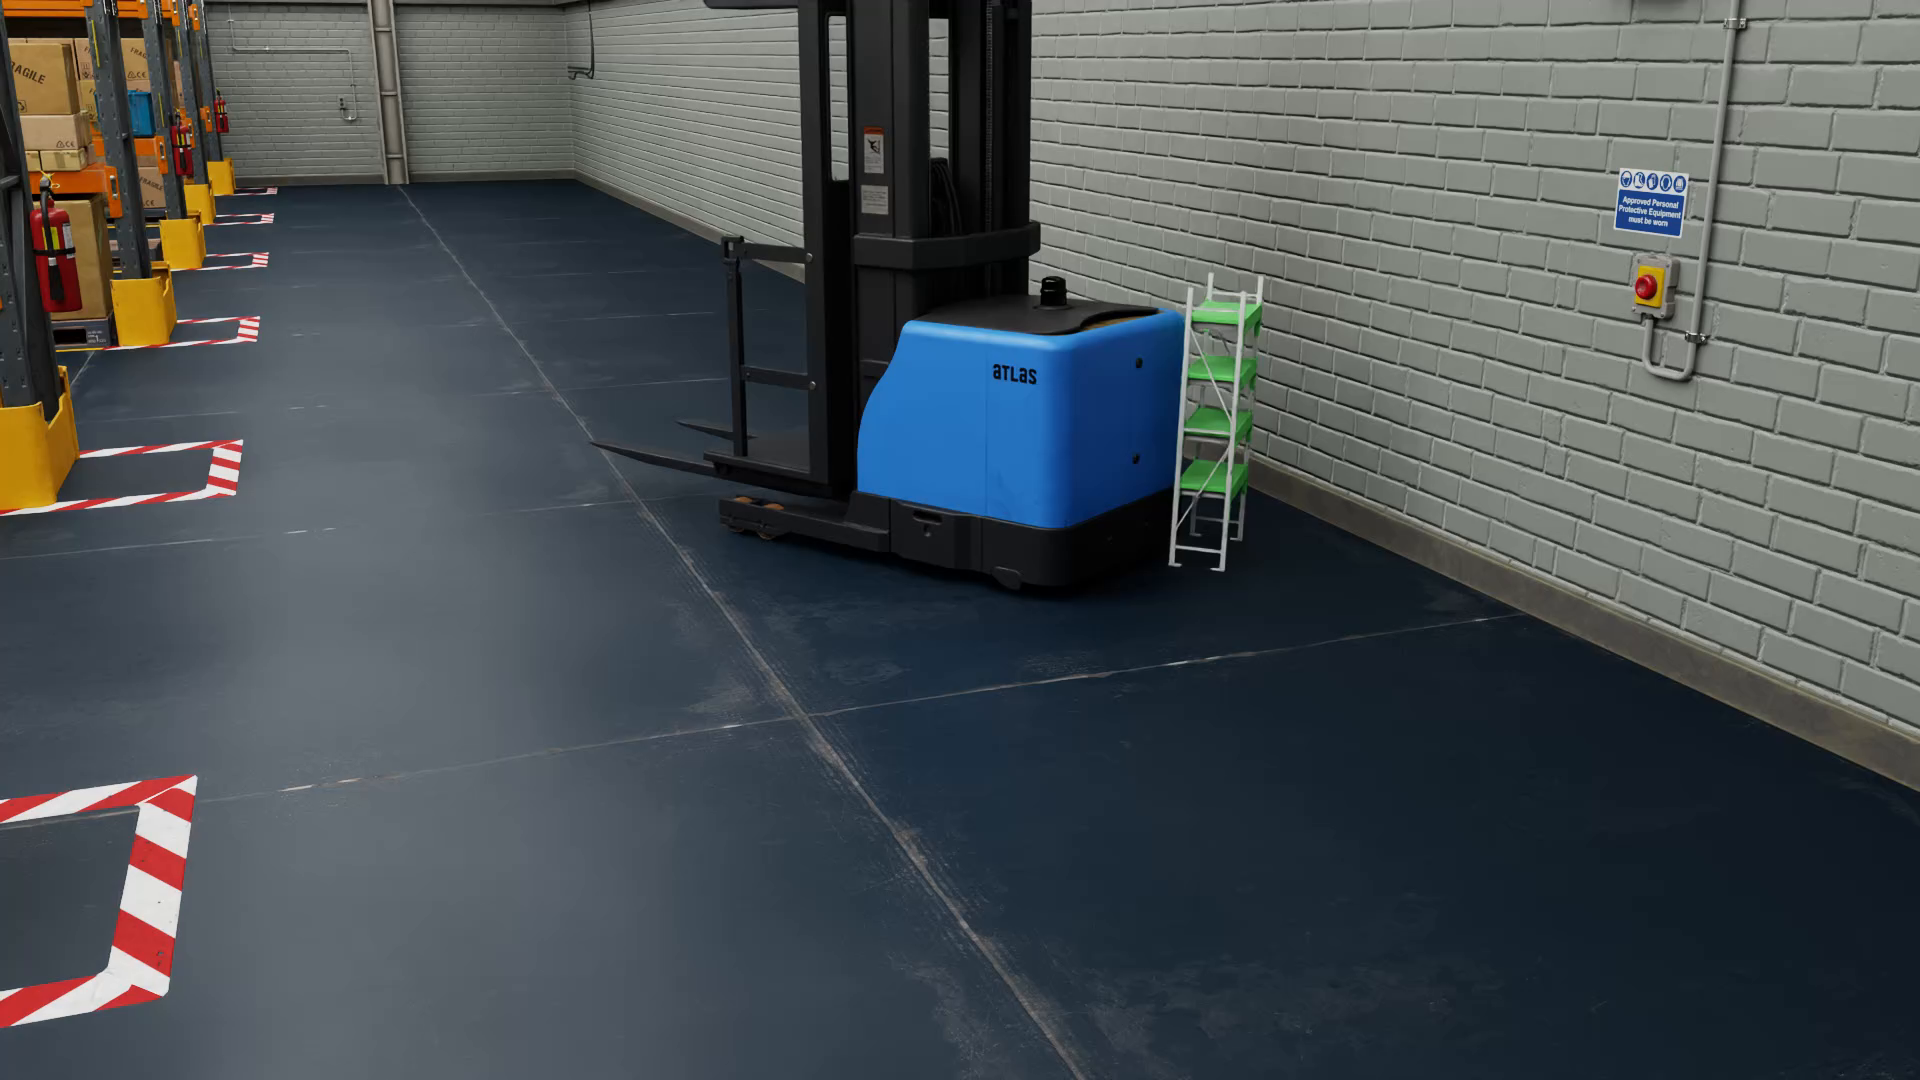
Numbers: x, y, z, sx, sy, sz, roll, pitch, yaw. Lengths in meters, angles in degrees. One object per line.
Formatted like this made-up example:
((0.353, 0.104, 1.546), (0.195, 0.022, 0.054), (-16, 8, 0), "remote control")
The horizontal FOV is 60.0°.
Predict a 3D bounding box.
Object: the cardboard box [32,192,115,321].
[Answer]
((-6.998, -2.161, 12.661), (0.875, 0.875, 0.875), (-6, 17, -20), "cardboard box")

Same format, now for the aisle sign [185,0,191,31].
((-10.012, -7.003, 21.509), (0.004, 0.787, 0.394), (-6, 17, -20), "aisle sign")

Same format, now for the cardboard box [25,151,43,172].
((-6.886, -2.795, 12.239), (0.250, 0.149, 0.380), (-6, 17, -20), "cardboard box")

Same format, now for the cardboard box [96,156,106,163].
((-13.301, -5.779, 25.644), (0.500, 0.500, 0.700), (-7, 18, -22), "cardboard box")

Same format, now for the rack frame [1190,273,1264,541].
((1.190, -0.586, 7.448), (0.240, 1.200, 0.015), (7, 18, 17), "rack frame")

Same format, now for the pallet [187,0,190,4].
((-12.435, -8.294, 25.352), (1.213, 0.211, 1.003), (-6, 17, -20), "pallet")

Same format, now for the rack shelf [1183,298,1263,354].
((1.127, -0.918, 7.104), (0.258, 0.148, 0.480), (7, 18, 17), "rack shelf")

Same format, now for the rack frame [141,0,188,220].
((-8.201, -4.368, 17.150), (0.127, 3.000, 1.000), (-6, 17, -20), "rack frame")

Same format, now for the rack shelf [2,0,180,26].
((-11.838, -6.564, 20.581), (4.000, 0.370, 1.077), (-6, 17, -20), "rack shelf")

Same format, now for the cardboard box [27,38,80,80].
((-11.242, -5.978, 20.678), (0.500, 0.500, 0.500), (-6, 17, -19), "cardboard box")

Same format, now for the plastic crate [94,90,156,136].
((-8.447, -4.331, 16.854), (0.499, 0.435, 0.616), (-6, 17, -20), "plastic crate")

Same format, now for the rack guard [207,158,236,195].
((-11.724, -5.778, 26.386), (0.348, 0.500, 1.175), (-6, 17, -20), "rack guard")

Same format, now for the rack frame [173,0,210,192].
((-9.970, -5.672, 21.589), (0.127, 3.000, 1.000), (-6, 17, -20), "rack frame")

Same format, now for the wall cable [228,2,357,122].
((-10.889, -7.840, 27.170), (1.851, 1.984, 0.084), (-6, 17, -20), "wall cable")

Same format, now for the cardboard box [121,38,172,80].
((-10.288, -6.082, 21.035), (0.500, 0.500, 0.500), (-6, 18, -21), "cardboard box")

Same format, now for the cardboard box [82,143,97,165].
((-6.879, -2.996, 12.921), (0.250, 0.149, 0.380), (-6, 17, -19), "cardboard box")

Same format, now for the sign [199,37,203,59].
((-11.565, -7.500, 25.338), (0.005, 0.325, 0.100), (-6, 17, -20), "sign")

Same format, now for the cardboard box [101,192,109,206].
((-11.047, -4.533, 21.810), (0.500, 0.250, 0.500), (-6, 17, -20), "cardboard box")

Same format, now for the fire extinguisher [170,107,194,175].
((-7.898, -4.048, 16.858), (0.183, 0.674, 0.296), (-6, 17, -20), "fire extinguisher")

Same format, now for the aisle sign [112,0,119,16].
((-6.469, -4.399, 12.639), (0.004, 0.787, 0.394), (-6, 17, -20), "aisle sign")

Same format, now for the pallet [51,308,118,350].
((-7.148, -1.626, 12.760), (1.213, 0.211, 1.003), (-6, 17, -20), "pallet")

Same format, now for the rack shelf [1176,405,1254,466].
((1.113, -0.459, 7.244), (0.258, 0.148, 0.480), (7, 18, 17), "rack shelf")

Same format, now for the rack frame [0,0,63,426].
((-4.749, -1.750, 8.233), (0.127, 3.000, 1.000), (-6, 17, -20), "rack frame")

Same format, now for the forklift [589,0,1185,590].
((-0.495, -1.512, 7.547), (3.031, 2.935, 1.130), (12, 20, 35), "forklift")

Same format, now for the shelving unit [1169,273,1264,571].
((1.115, -0.520, 7.226), (0.258, 1.200, 0.503), (7, 18, 17), "shelving unit")

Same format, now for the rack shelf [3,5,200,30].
((-13.614, -7.867, 25.018), (4.000, 0.370, 1.077), (-6, 17, -20), "rack shelf")

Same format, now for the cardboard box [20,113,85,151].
((-6.787, -3.017, 12.287), (0.500, 0.250, 0.500), (-6, 18, -21), "cardboard box")

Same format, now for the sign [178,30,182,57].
((-9.791, -6.231, 20.877), (0.005, 0.325, 0.100), (-6, 17, -20), "sign")

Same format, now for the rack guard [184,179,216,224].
((-10.041, -4.465, 21.915), (0.348, 0.500, 1.175), (-6, 17, -20), "rack guard")

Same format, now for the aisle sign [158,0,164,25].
((-8.241, -5.701, 17.074), (0.004, 0.787, 0.394), (-6, 17, -20), "aisle sign")

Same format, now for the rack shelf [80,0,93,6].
((-8.297, -3.957, 11.704), (4.000, 0.370, 1.077), (-6, 17, -20), "rack shelf")

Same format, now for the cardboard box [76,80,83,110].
((-11.242, -5.501, 20.829), (0.500, 0.500, 0.500), (-6, 17, -20), "cardboard box")

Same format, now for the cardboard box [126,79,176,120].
((-10.291, -5.603, 21.177), (0.500, 0.500, 0.500), (-6, 17, -18), "cardboard box")

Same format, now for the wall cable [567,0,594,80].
((-6.337, -8.840, 27.240), (0.112, 2.526, 3.097), (-6, 17, -20), "wall cable")

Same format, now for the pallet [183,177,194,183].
((-12.465, -5.536, 26.074), (1.213, 0.211, 1.003), (-6, 17, -20), "pallet")

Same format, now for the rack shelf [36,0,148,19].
((-10.069, -5.261, 16.142), (4.000, 0.370, 1.077), (-6, 17, -20), "rack shelf")

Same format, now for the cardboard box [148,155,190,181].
((-12.364, -5.880, 25.989), (0.500, 0.500, 0.700), (-6, 17, -20), "cardboard box")

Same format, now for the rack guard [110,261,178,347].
((-6.407, -1.868, 13.072), (0.348, 0.500, 1.175), (-6, 17, -20), "rack guard")

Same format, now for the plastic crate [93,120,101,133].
((-8.879, -4.322, 17.352), (0.298, 0.136, 0.250), (-6, 17, -20), "plastic crate")
